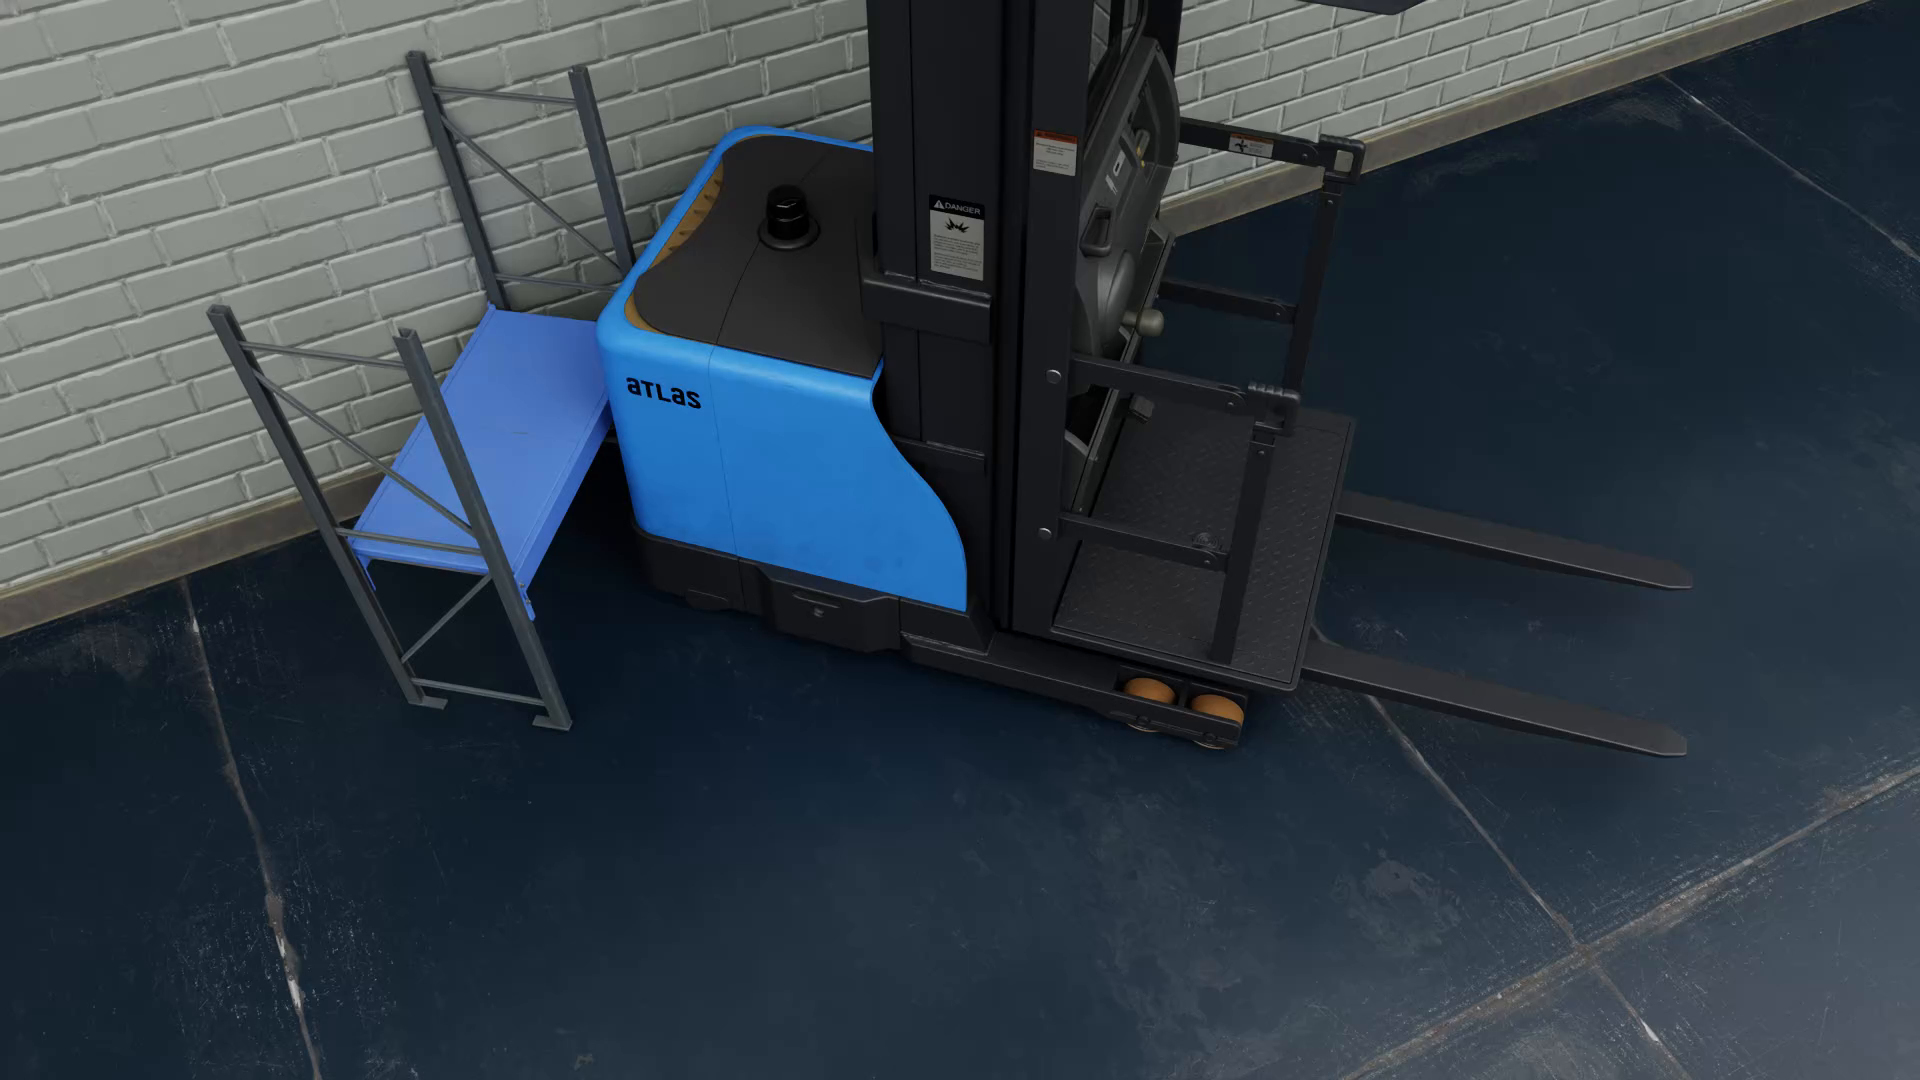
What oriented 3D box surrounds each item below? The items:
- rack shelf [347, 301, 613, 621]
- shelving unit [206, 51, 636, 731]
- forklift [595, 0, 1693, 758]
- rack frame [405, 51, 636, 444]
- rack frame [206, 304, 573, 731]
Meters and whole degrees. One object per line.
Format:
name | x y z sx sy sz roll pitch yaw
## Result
rack shelf | -1.270 -0.252 4.686 0.538 0.185 1.000 8 50 11
shelving unit | -1.279 -0.369 4.551 0.538 1.500 1.048 8 50 11
forklift | 0.601 -0.822 4.022 3.031 2.935 1.130 13 50 11
rack frame | -1.164 -0.747 4.870 0.500 1.500 0.032 8 50 11
rack frame | -1.394 0.009 4.231 0.500 1.500 0.032 8 50 11
